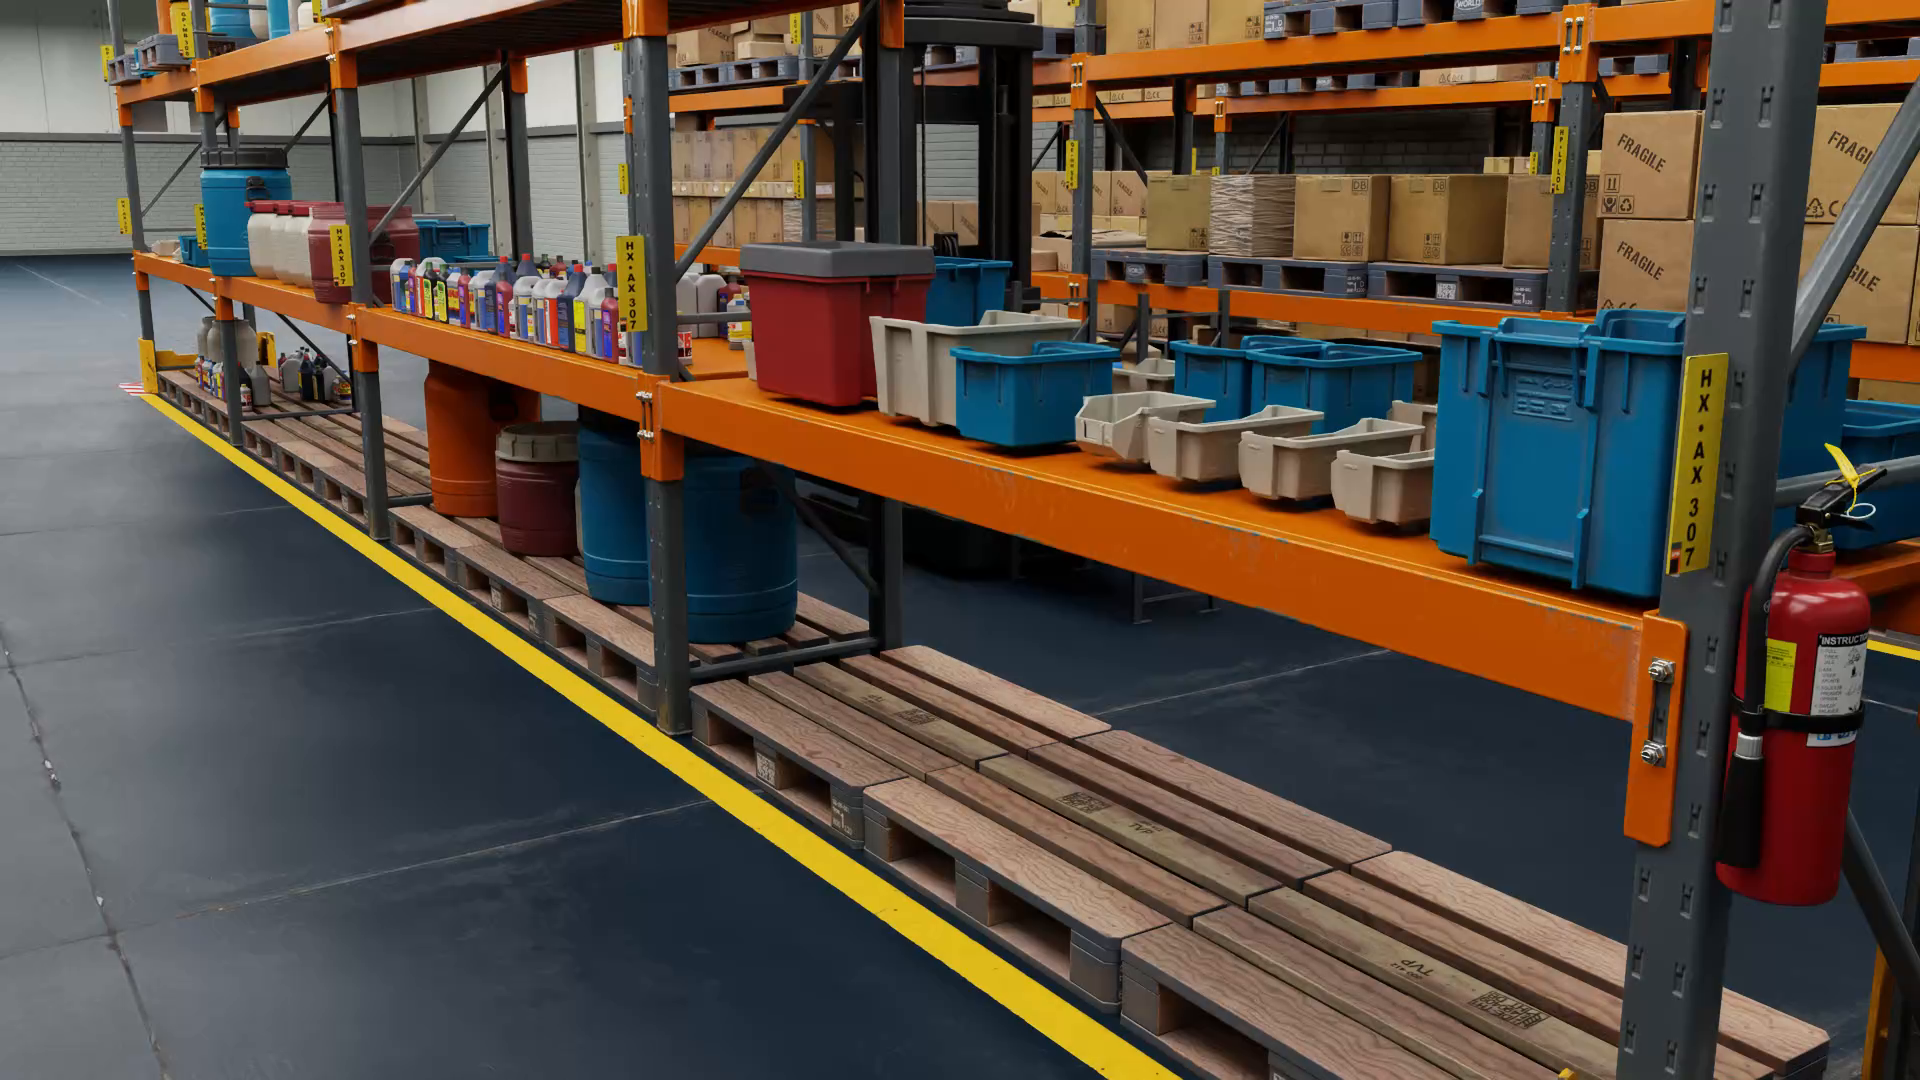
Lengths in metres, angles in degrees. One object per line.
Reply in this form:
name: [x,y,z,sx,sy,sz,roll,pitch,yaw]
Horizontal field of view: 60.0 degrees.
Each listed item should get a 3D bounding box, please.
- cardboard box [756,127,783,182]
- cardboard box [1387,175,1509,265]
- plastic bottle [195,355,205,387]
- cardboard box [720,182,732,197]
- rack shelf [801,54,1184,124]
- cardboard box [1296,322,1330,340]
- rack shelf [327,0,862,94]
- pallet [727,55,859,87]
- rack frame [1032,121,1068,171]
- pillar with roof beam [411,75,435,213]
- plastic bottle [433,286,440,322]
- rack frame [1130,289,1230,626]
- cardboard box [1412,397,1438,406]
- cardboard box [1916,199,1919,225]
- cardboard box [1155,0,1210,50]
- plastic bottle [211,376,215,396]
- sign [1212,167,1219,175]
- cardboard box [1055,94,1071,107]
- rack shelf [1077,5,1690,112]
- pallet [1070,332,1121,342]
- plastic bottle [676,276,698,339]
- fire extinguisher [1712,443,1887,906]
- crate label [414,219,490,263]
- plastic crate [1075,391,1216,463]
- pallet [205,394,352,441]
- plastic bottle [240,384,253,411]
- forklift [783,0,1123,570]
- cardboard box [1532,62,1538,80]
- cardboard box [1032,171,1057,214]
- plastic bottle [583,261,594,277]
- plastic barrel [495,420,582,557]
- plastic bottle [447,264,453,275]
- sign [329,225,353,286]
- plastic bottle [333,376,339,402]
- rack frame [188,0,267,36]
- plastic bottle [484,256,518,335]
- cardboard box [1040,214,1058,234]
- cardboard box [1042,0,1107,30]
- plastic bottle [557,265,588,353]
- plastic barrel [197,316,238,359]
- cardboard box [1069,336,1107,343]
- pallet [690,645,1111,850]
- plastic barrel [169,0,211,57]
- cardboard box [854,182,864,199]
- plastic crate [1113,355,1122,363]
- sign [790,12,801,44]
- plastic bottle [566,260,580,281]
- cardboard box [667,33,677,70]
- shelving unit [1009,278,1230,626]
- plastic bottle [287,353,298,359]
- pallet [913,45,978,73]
cardboard box: [-1.510,-3.671,15.855,0.700,0.500,0.500,-8,15,-33]
cardboard box: [2.944,-1.877,9.706,0.700,0.500,0.500,-6,14,-24]
plastic bottle: [-6.575,-1.469,14.413,0.097,0.271,0.097,0,12,0]
cardboard box: [-2.159,-3.482,16.509,0.380,0.149,0.250,-8,14,-31]
rack shelf: [0.130,-3.578,13.366,1.077,0.370,4.000,-8,15,-33]
cardboard box: [3.893,-2.186,17.158,0.700,0.500,0.500,-8,15,-34]
rack shelf: [-1.780,-2.281,7.435,1.077,0.370,4.000,-8,15,-33]
pallet: [-1.472,-4.391,15.605,1.003,0.211,1.213,-8,15,-33]
rack frame: [0.927,-4.118,21.174,1.000,3.000,0.127,-8,15,-33]
pillar with roof beam: [-18.170,-11.853,42.499,9.100,9.000,0.548,-8,15,-33]
plastic bottle: [-2.545,-1.181,8.206,0.097,0.201,0.097,0,12,0]
rack frame: [0.999,-0.373,7.556,0.500,1.500,0.032,-7,14,-30]
cardboard box: [2.675,-0.534,9.603,0.500,0.500,0.500,-8,15,-33]
cardboard box: [4.339,-1.543,6.820,0.500,0.500,0.500,-8,14,-31]
cardboard box: [1.790,-3.459,10.901,0.910,0.500,0.500,-8,15,-33]
plastic bottle: [-6.161,-1.301,13.812,0.097,0.201,0.097,0,12,0]
sign: [2.696,-3.764,17.528,0.100,0.325,0.005,-8,15,-33]
cardboard box: [1.463,-5.362,19.557,0.500,0.500,0.500,-7,14,-30]
rack shelf: [2.346,-2.867,10.113,1.077,0.370,4.000,-8,15,-33]
pallet: [1.390,-2.594,20.730,1.003,0.211,1.213,-8,15,-33]
plastic bottle: [-1.250,-1.025,7.319,0.152,0.276,0.135,-8,15,-33]
fire extinguisher: [1.250,0.200,2.479,0.296,0.674,0.183,-8,15,-33]
crate label: [-3.213,-1.749,10.256,0.502,0.435,0.616,-8,15,-33]
plastic crate: [0.439,-0.275,4.074,0.298,0.136,0.250,-8,15,-33]
pallet: [-5.441,-0.997,13.425,1.003,0.211,1.213,-8,15,-33]
plastic bottle: [-5.564,-1.110,12.937,0.097,0.201,0.097,0,12,0]
forklift: [-0.323,-1.546,9.571,1.130,2.935,3.031,-7,14,-30]
cardboard box: [5.152,-4.375,15.044,0.500,0.500,0.500,-8,15,-33]
cardboard box: [1.207,-4.212,20.149,0.500,0.500,0.500,-8,15,-33]
plastic bottle: [-1.916,-1.306,8.613,0.097,0.271,0.097,0,12,0]
plastic barrel: [-1.977,-0.264,8.211,0.600,0.588,0.708,-8,15,-33]
plastic bottle: [-2.569,-1.246,8.340,0.097,0.271,0.097,0,12,0]
sign: [-3.342,-1.536,8.984,0.100,0.325,0.005,-8,15,-33]
plastic bottle: [-5.028,-1.227,13.472,0.097,0.201,0.097,0,12,0]
rack frame: [-5.104,-5.165,11.917,1.000,3.000,0.127,-8,15,-33]
plastic bottle: [-2.063,-1.108,7.524,0.144,0.351,0.185,-8,15,-33]
cardboard box: [1.233,-3.840,20.204,0.500,0.250,0.500,-9,15,-35]
cardboard box: [0.940,-3.780,11.972,0.500,0.250,0.500,-9,15,-37]
plastic bottle: [-1.556,-0.945,6.778,0.144,0.351,0.185,-8,15,-33]
plastic barrel: [-6.892,-1.828,15.538,0.421,0.512,0.421,0,12,0]
cardboard box: [0.894,-1.465,13.180,0.500,0.311,0.500,-9,15,-34]
pallet: [-0.232,0.677,5.773,1.003,0.211,1.213,-8,15,-33]
plastic barrel: [-6.583,-4.521,14.568,0.600,0.588,0.600,0,12,0]
cardboard box: [-0.966,-3.257,15.480,0.380,0.149,0.250,-8,15,-33]
plastic crate: [0.172,-0.539,5.310,0.437,0.125,0.590,-8,15,-33]
sign: [-1.439,-4.511,14.550,0.100,0.325,0.005,-8,15,-33]
plastic bottle: [-2.024,-1.340,8.771,0.097,0.271,0.097,0,12,0]
cardboard box: [-2.880,-5.218,17.628,0.797,0.503,0.637,-7,14,-29]
shelving unit: [0.735,-0.466,7.980,0.538,1.500,1.048,-7,14,-30]
plastic bottle: [-5.821,-1.507,14.579,0.152,0.276,0.135,-8,15,-32]
pallet: [0.165,-3.790,13.094,1.003,0.211,1.213,-7,14,-30]
